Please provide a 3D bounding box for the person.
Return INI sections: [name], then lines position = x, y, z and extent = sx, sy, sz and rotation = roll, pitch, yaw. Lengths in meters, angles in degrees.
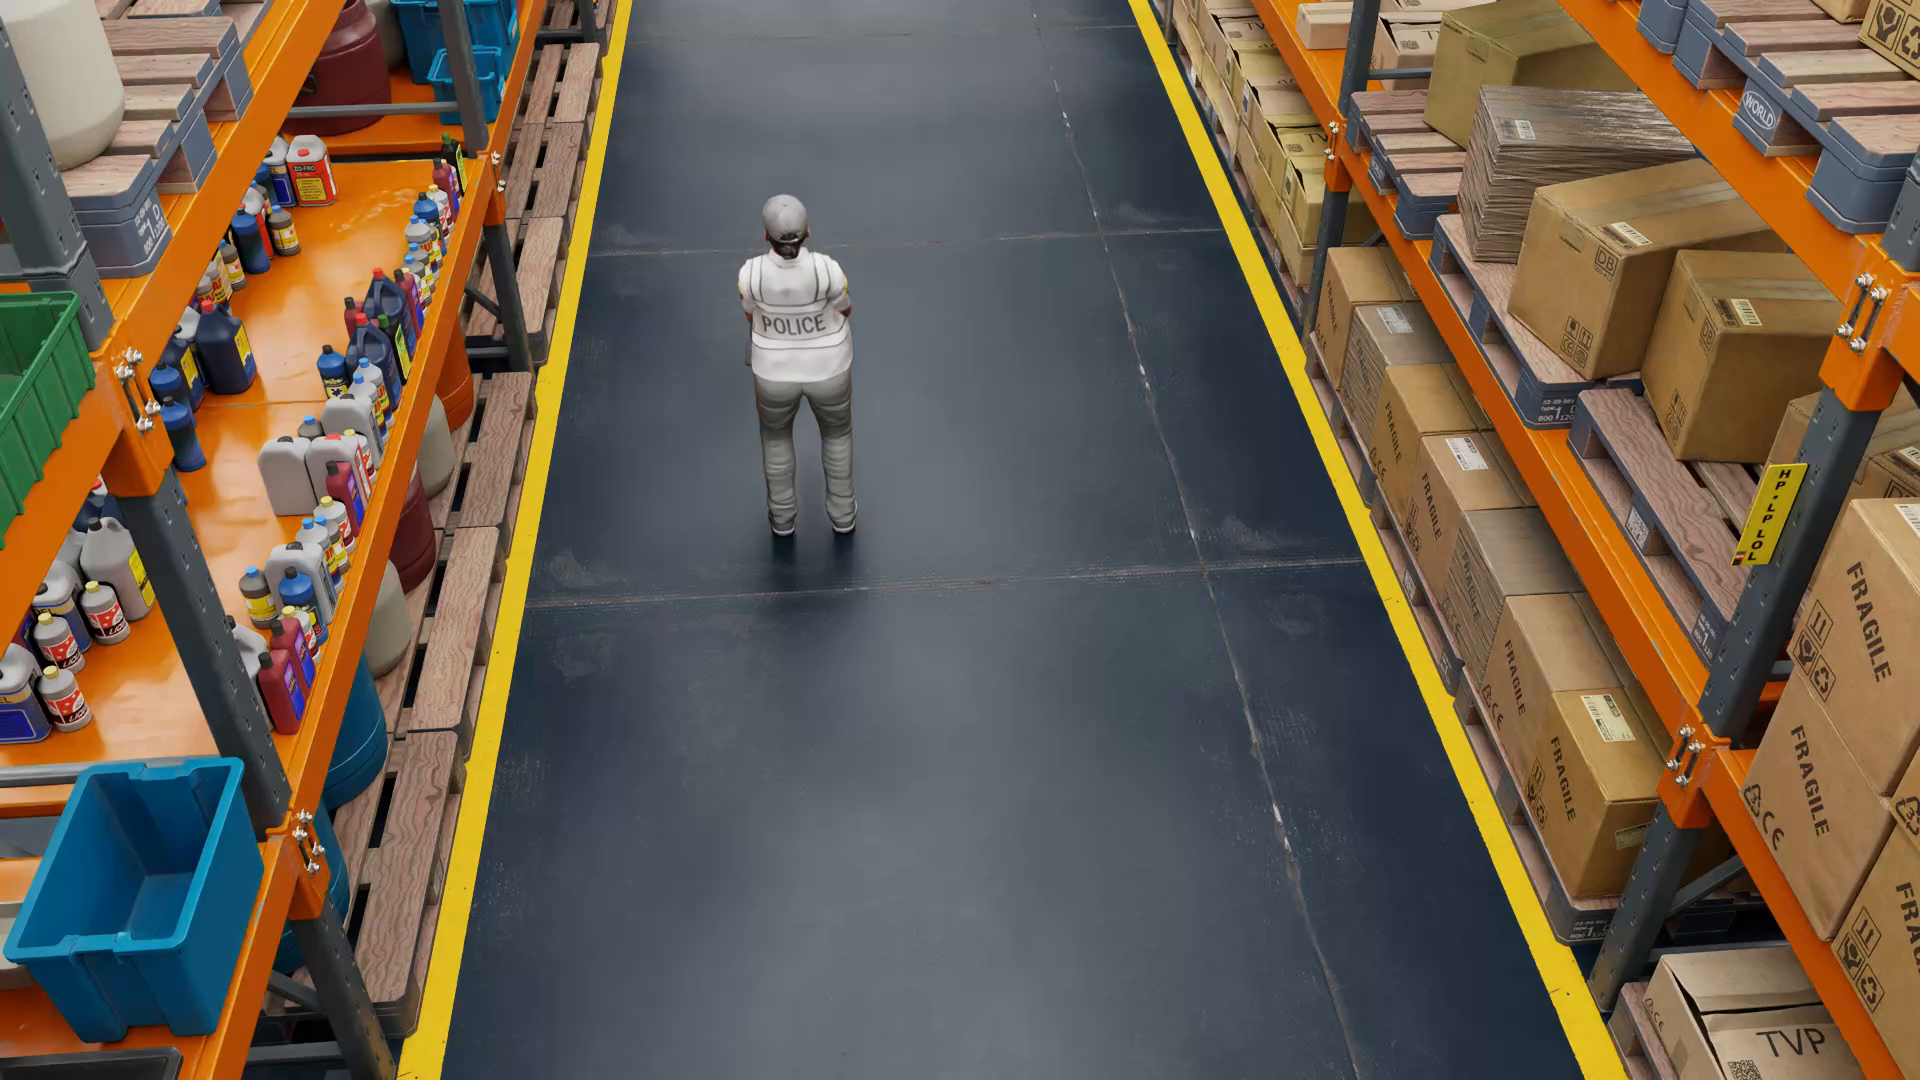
[person]
position = -0.681, -0.770, 7.101
extent = 0.455, 1.656, 0.541
rotation = -2, 39, -3
